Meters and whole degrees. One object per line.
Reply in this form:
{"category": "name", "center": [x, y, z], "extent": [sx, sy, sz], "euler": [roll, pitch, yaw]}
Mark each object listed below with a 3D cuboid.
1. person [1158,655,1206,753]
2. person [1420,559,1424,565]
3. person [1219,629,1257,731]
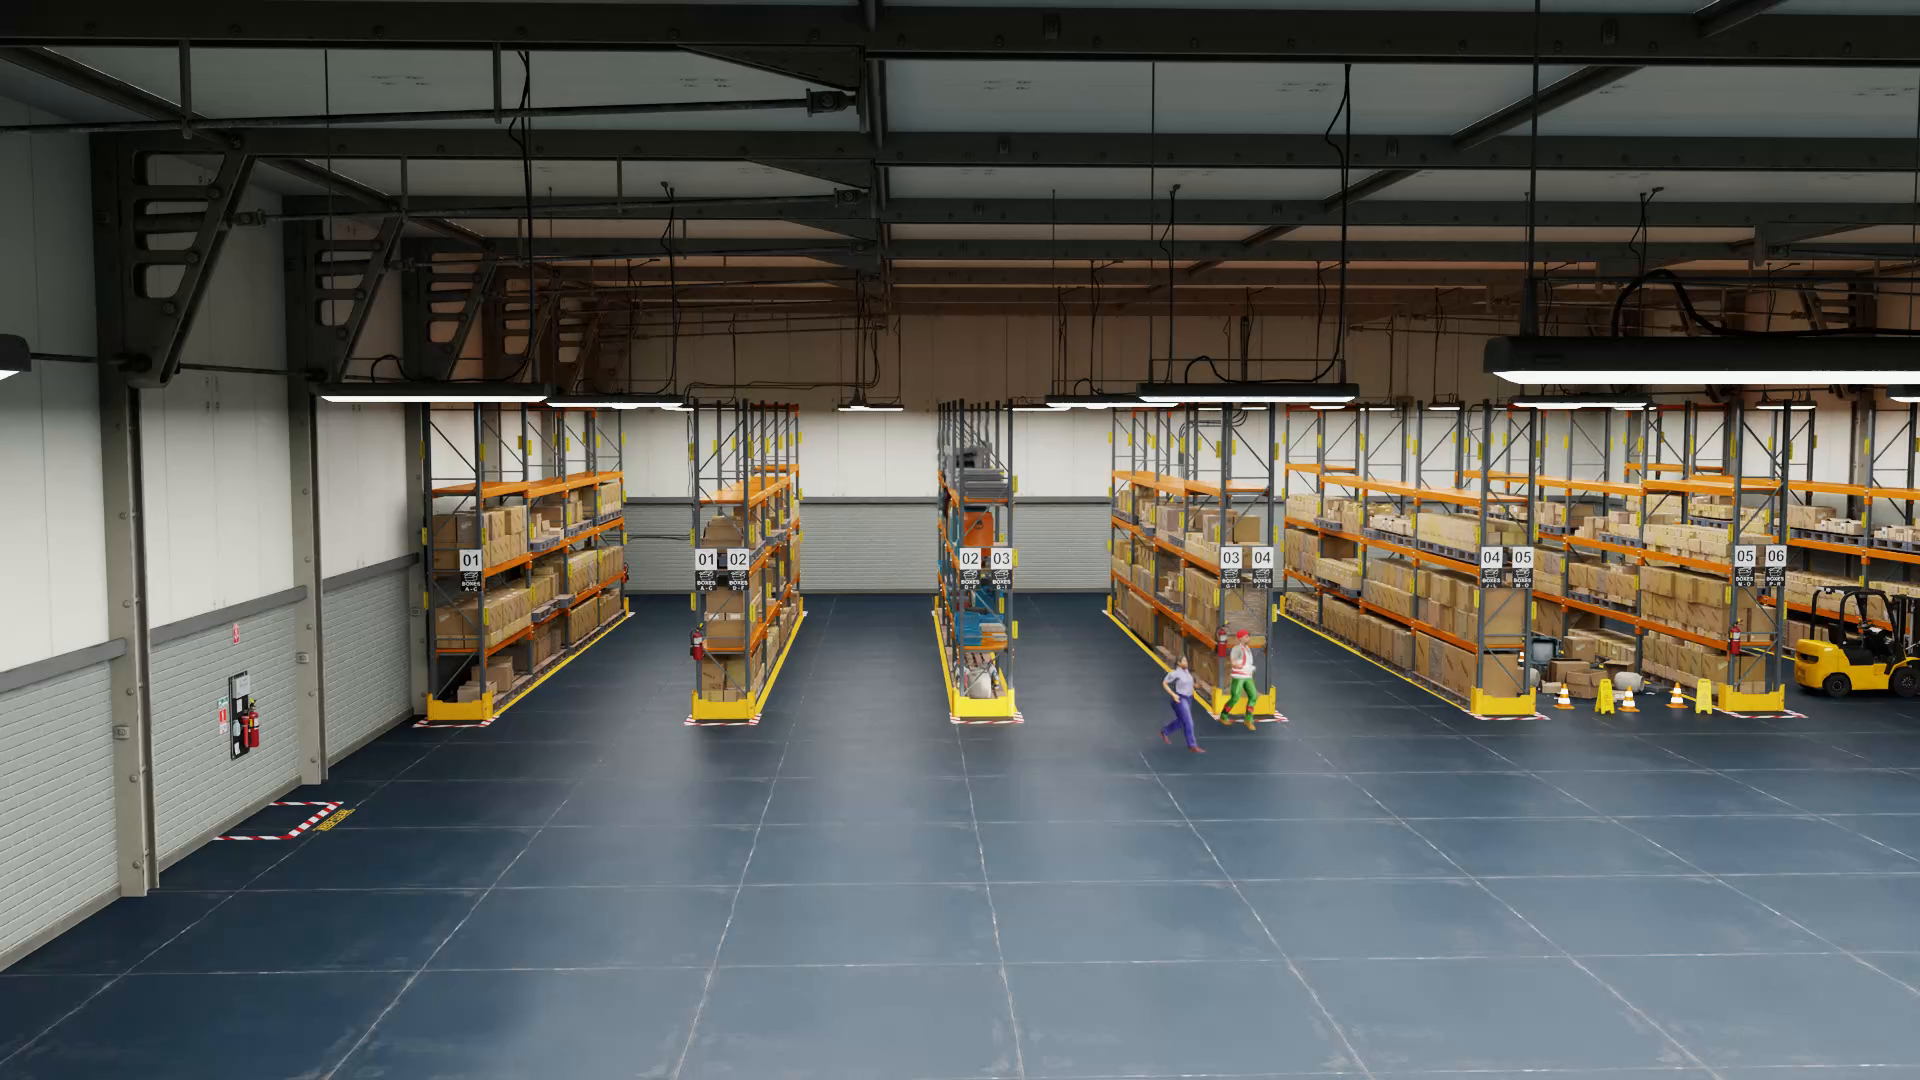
{"category": "person", "center": [3.747, 2.749, 28.159], "extent": [0.940, 1.628, 0.610], "euler": [3, 5, 31]}
{"category": "person", "center": [13.585, 1.157, 49.190], "extent": [0.791, 1.718, 0.583], "euler": [0, 4, 0]}
{"category": "person", "center": [5.133, 2.528, 30.233], "extent": [0.780, 1.797, 0.672], "euler": [4, 6, 44]}
